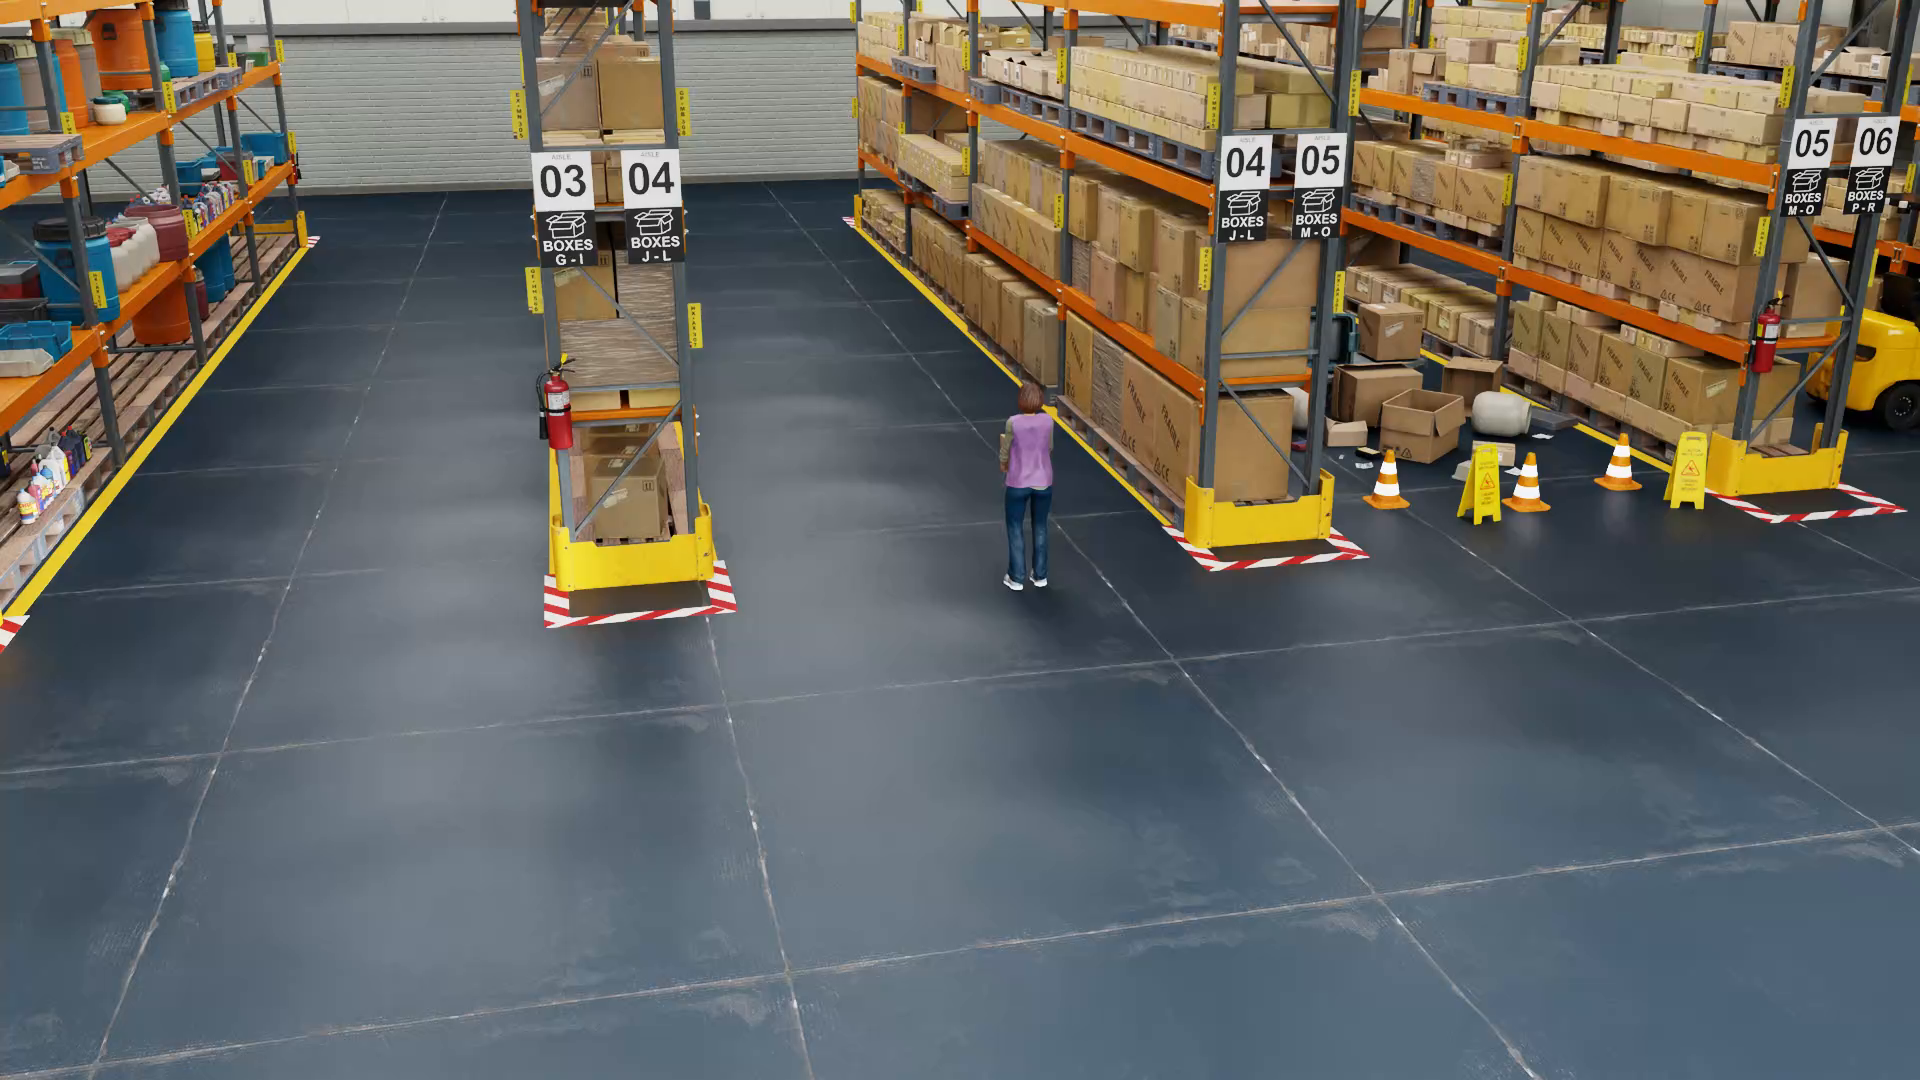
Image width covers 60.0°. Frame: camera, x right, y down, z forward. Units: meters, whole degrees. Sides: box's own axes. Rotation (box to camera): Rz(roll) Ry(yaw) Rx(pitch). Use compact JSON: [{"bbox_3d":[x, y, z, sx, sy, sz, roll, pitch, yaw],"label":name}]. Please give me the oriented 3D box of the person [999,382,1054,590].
[{"bbox_3d":[0.486,-0.426,12.272,0.405,1.590,0.500,-4,20,-12],"label":"person"}]
